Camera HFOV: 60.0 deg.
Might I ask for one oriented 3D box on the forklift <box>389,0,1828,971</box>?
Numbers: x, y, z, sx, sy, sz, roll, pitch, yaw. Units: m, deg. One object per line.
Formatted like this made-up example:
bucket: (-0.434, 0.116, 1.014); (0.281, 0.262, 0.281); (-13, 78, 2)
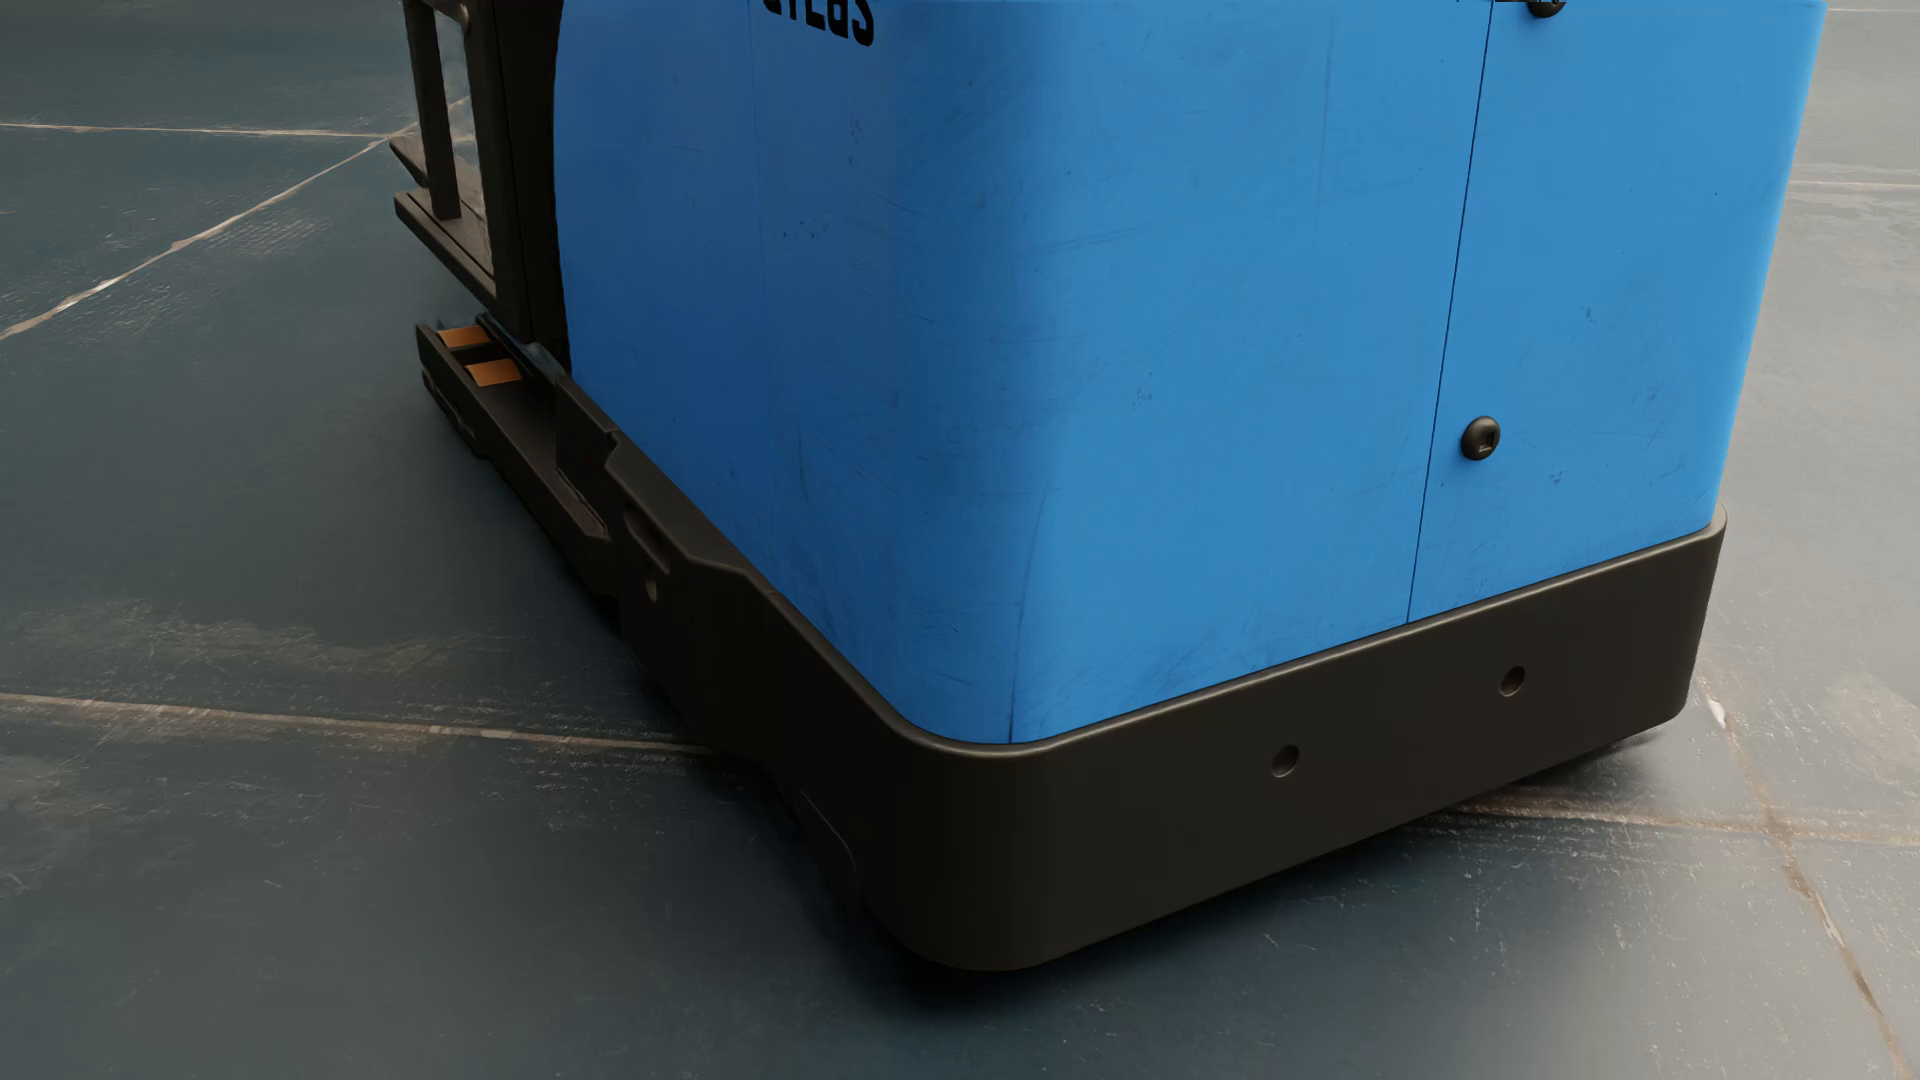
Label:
forklift: (-0.294, -1.534, 2.292); (1.130, 2.935, 3.031); (-14, 30, -26)
